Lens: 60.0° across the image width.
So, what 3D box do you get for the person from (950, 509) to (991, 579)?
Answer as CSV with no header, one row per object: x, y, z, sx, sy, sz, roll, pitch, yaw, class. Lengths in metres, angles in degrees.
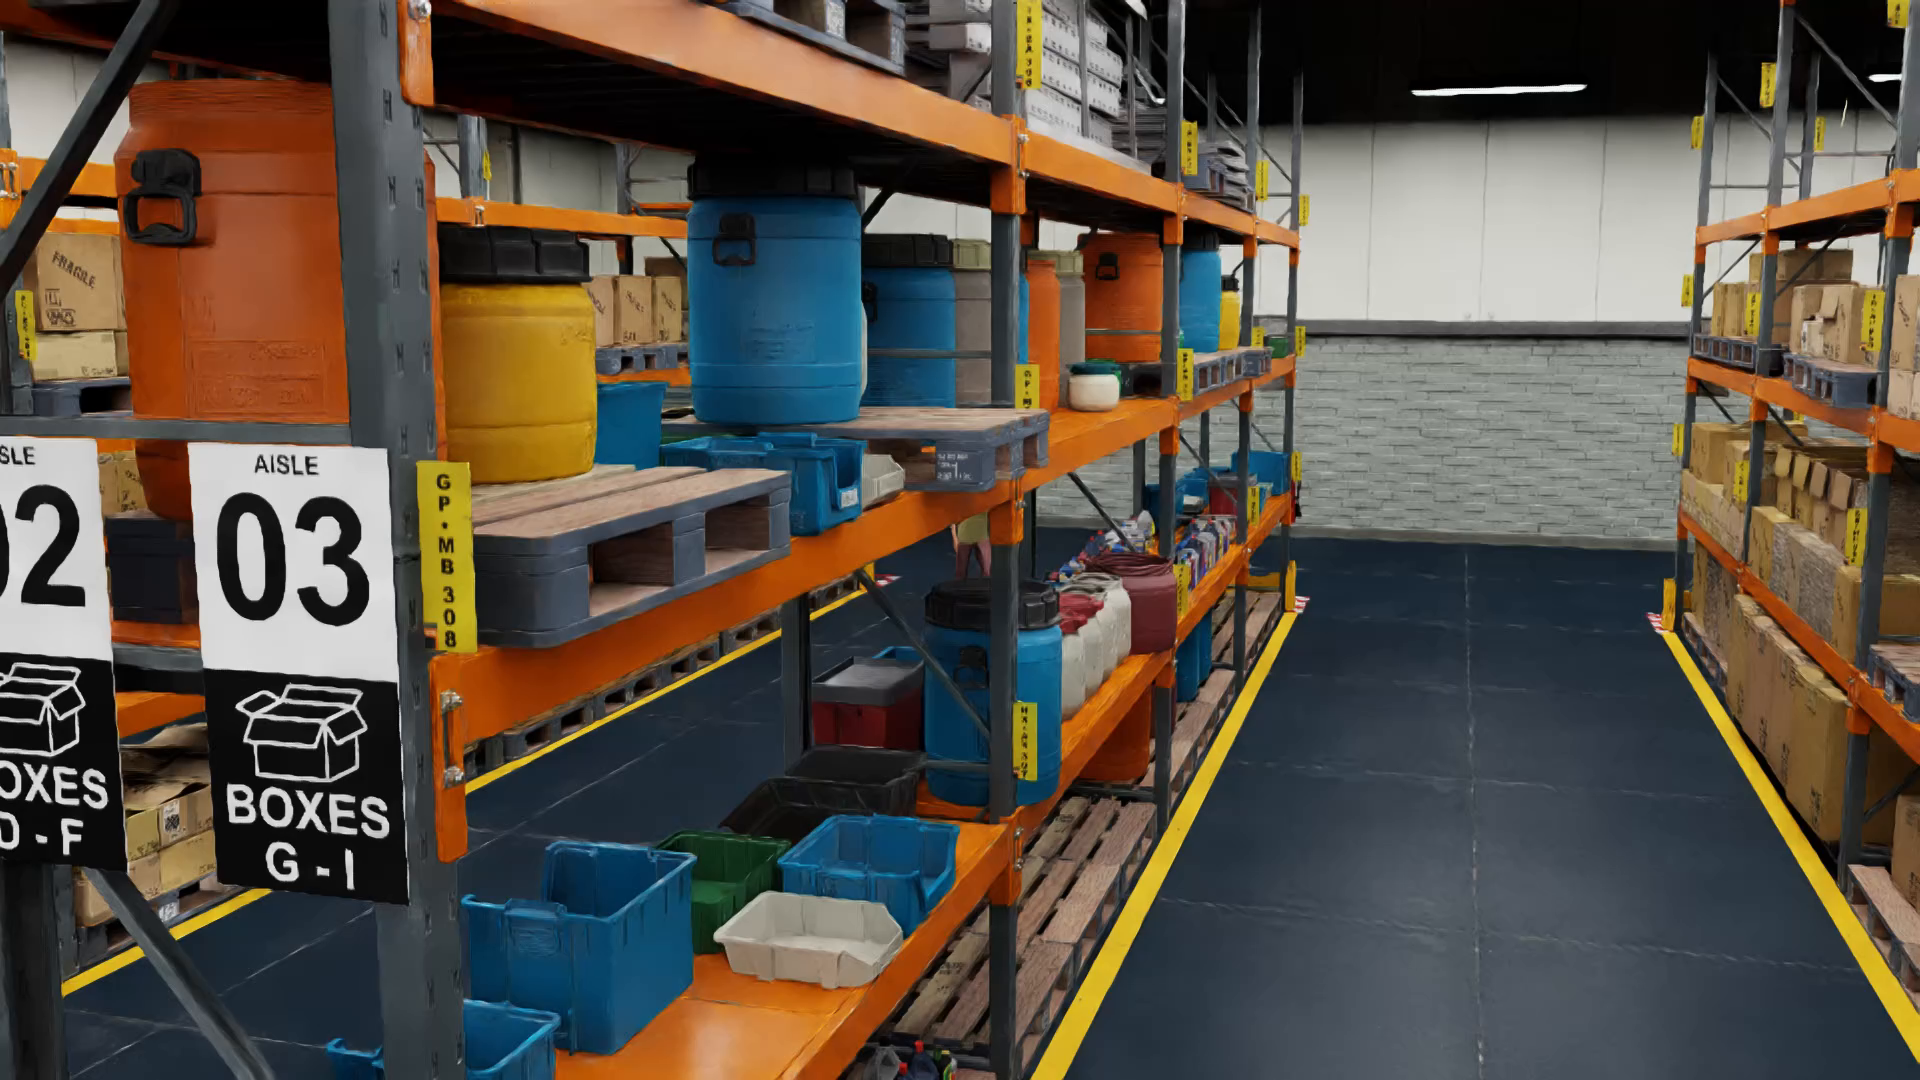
0.144,0.002,17.905,0.526,1.631,0.798,-1,8,-7,person
